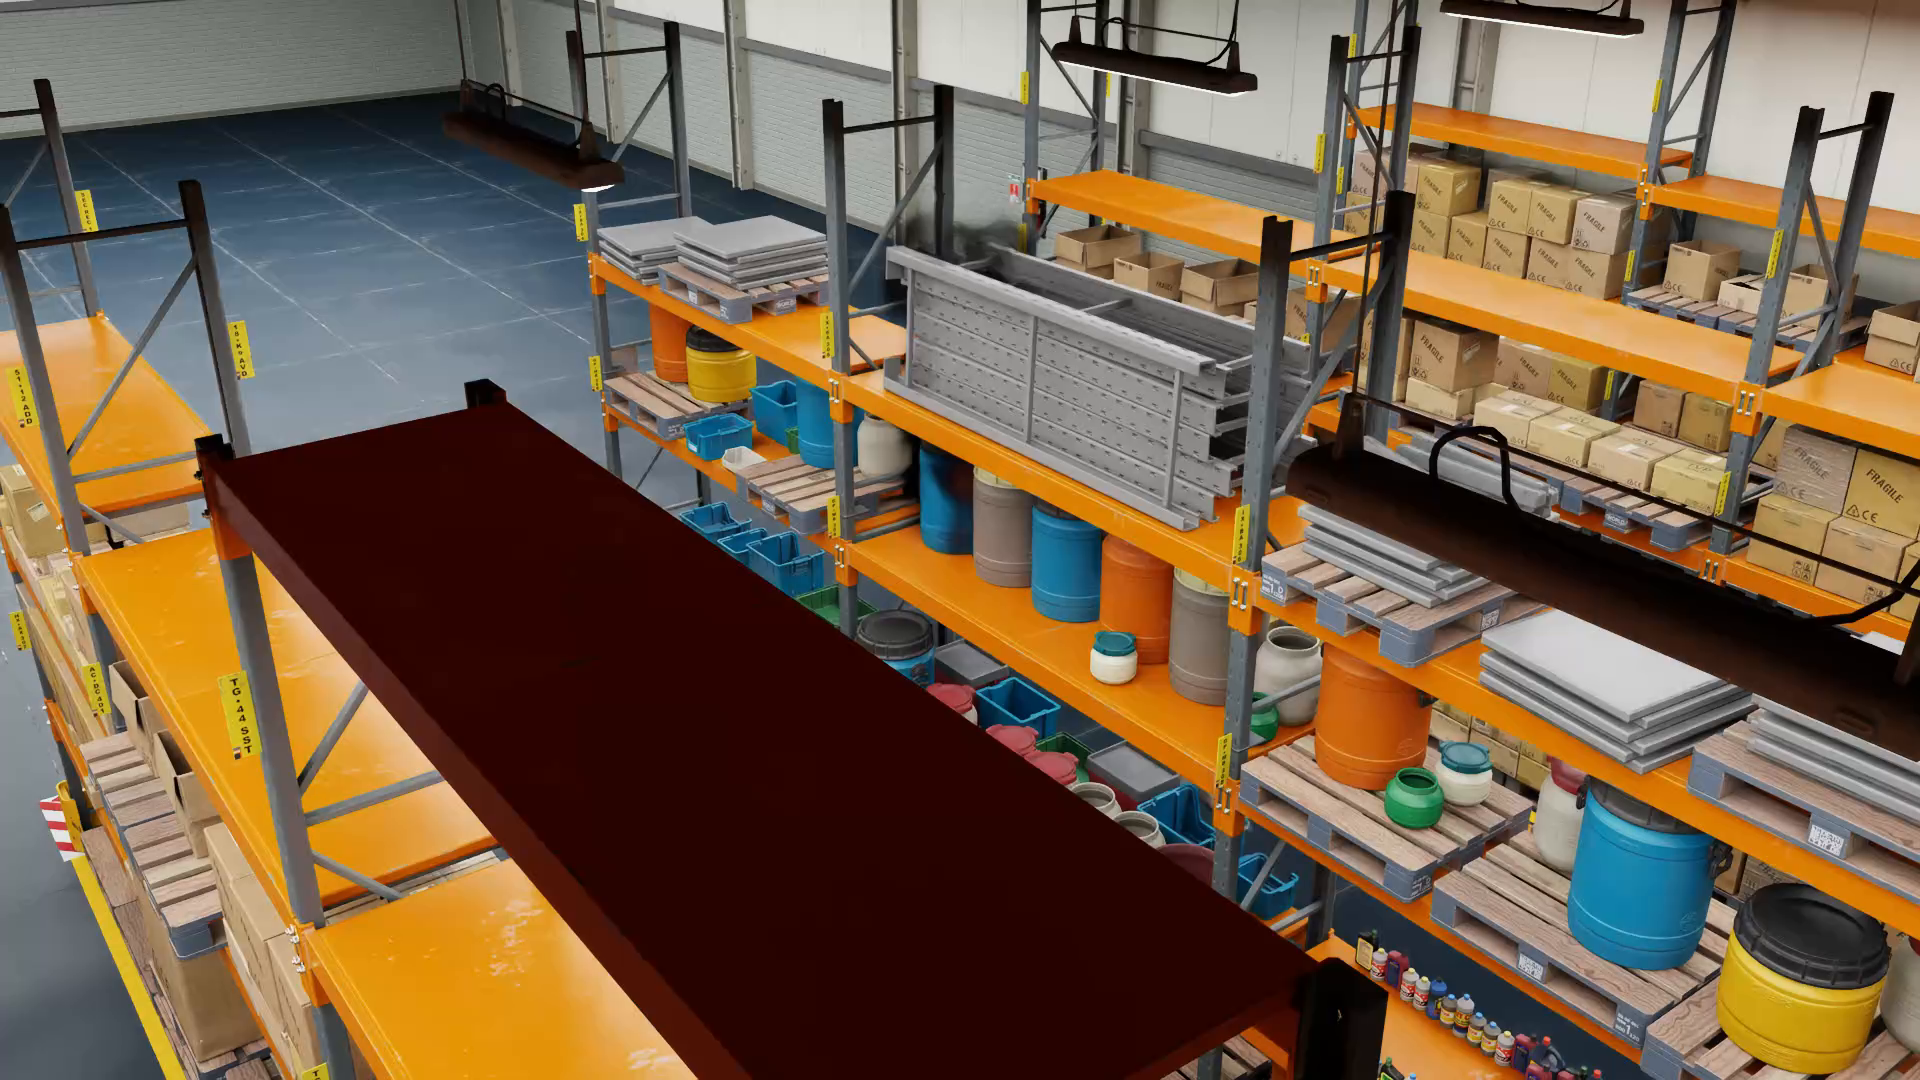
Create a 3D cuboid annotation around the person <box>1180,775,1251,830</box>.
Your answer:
[{"bbox_3d":[1.912,1.702,13.232,0.710,1.776,0.944,-21,32,-38],"label":"person"}]
